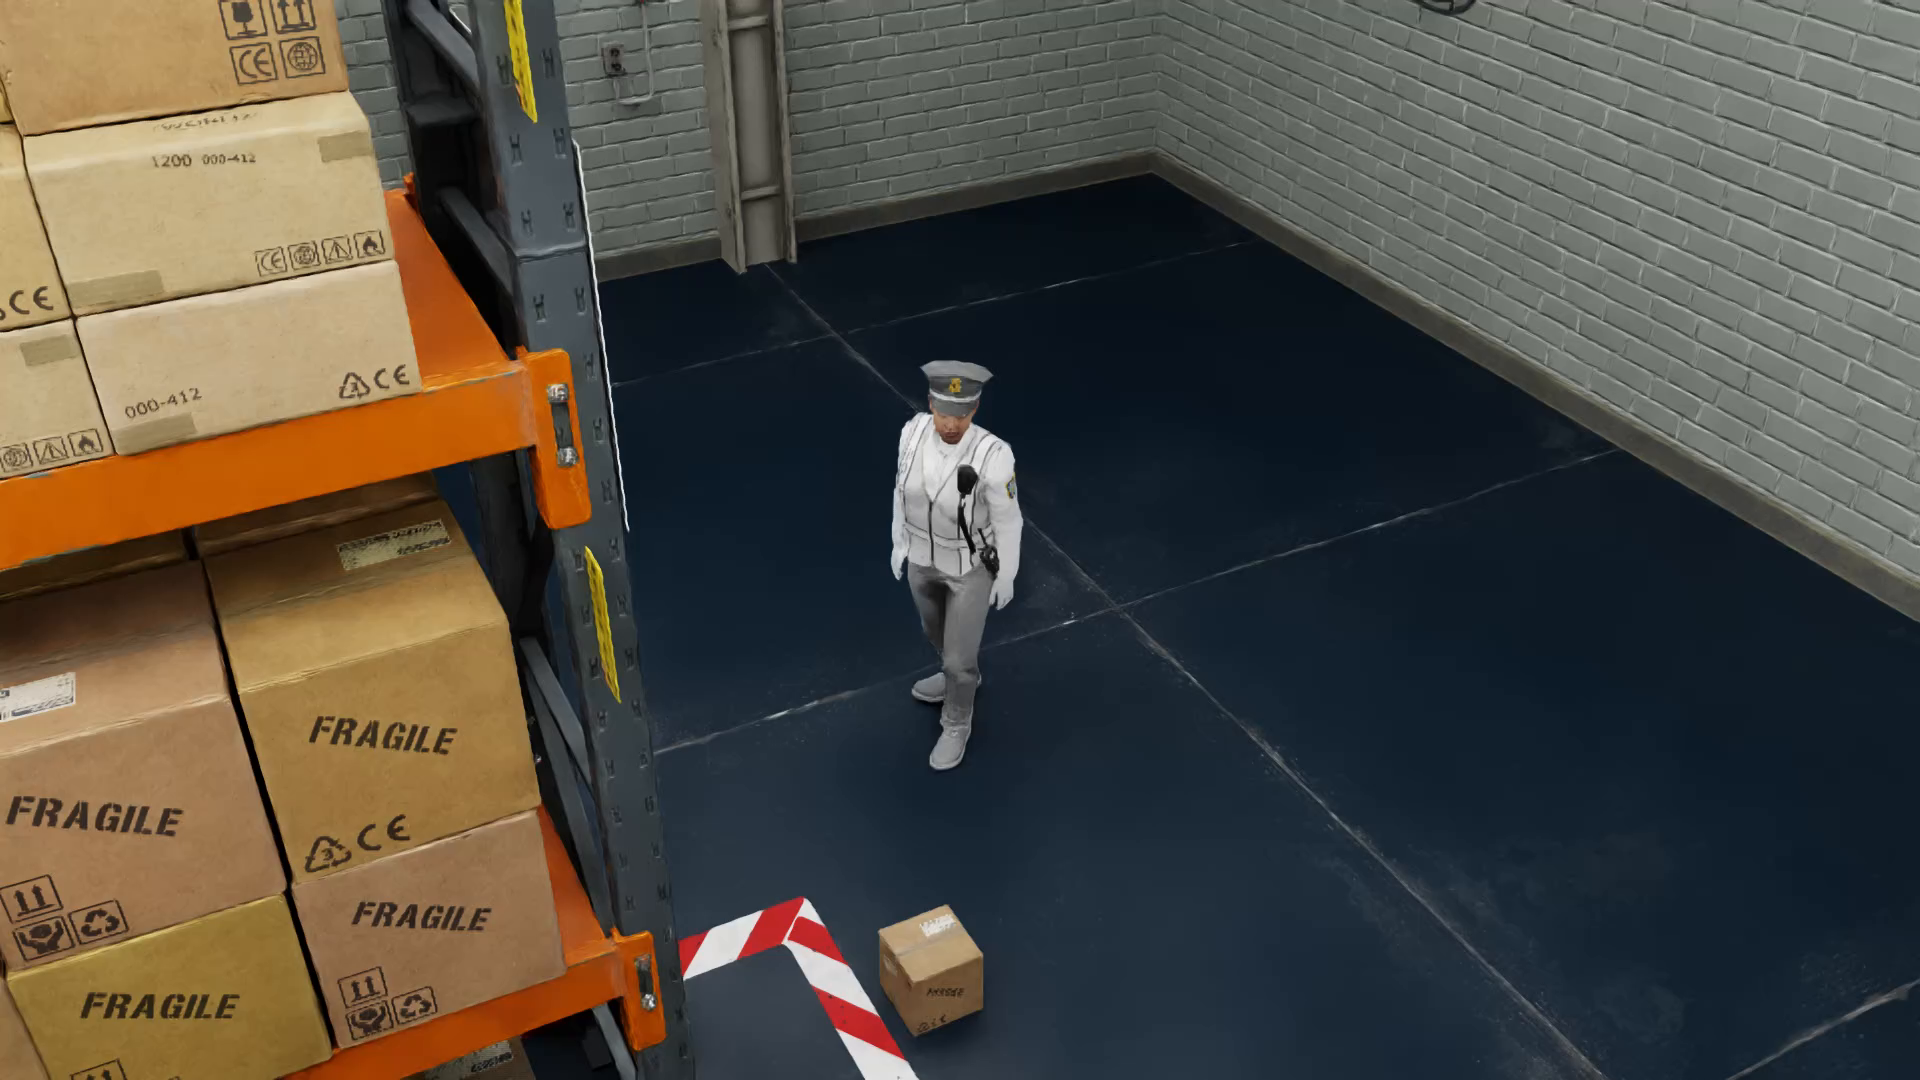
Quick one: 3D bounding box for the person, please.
[{"bbox_3d":[0.000,0.042,6.067,0.519,1.666,0.535,18,37,25],"label":"person"}]
